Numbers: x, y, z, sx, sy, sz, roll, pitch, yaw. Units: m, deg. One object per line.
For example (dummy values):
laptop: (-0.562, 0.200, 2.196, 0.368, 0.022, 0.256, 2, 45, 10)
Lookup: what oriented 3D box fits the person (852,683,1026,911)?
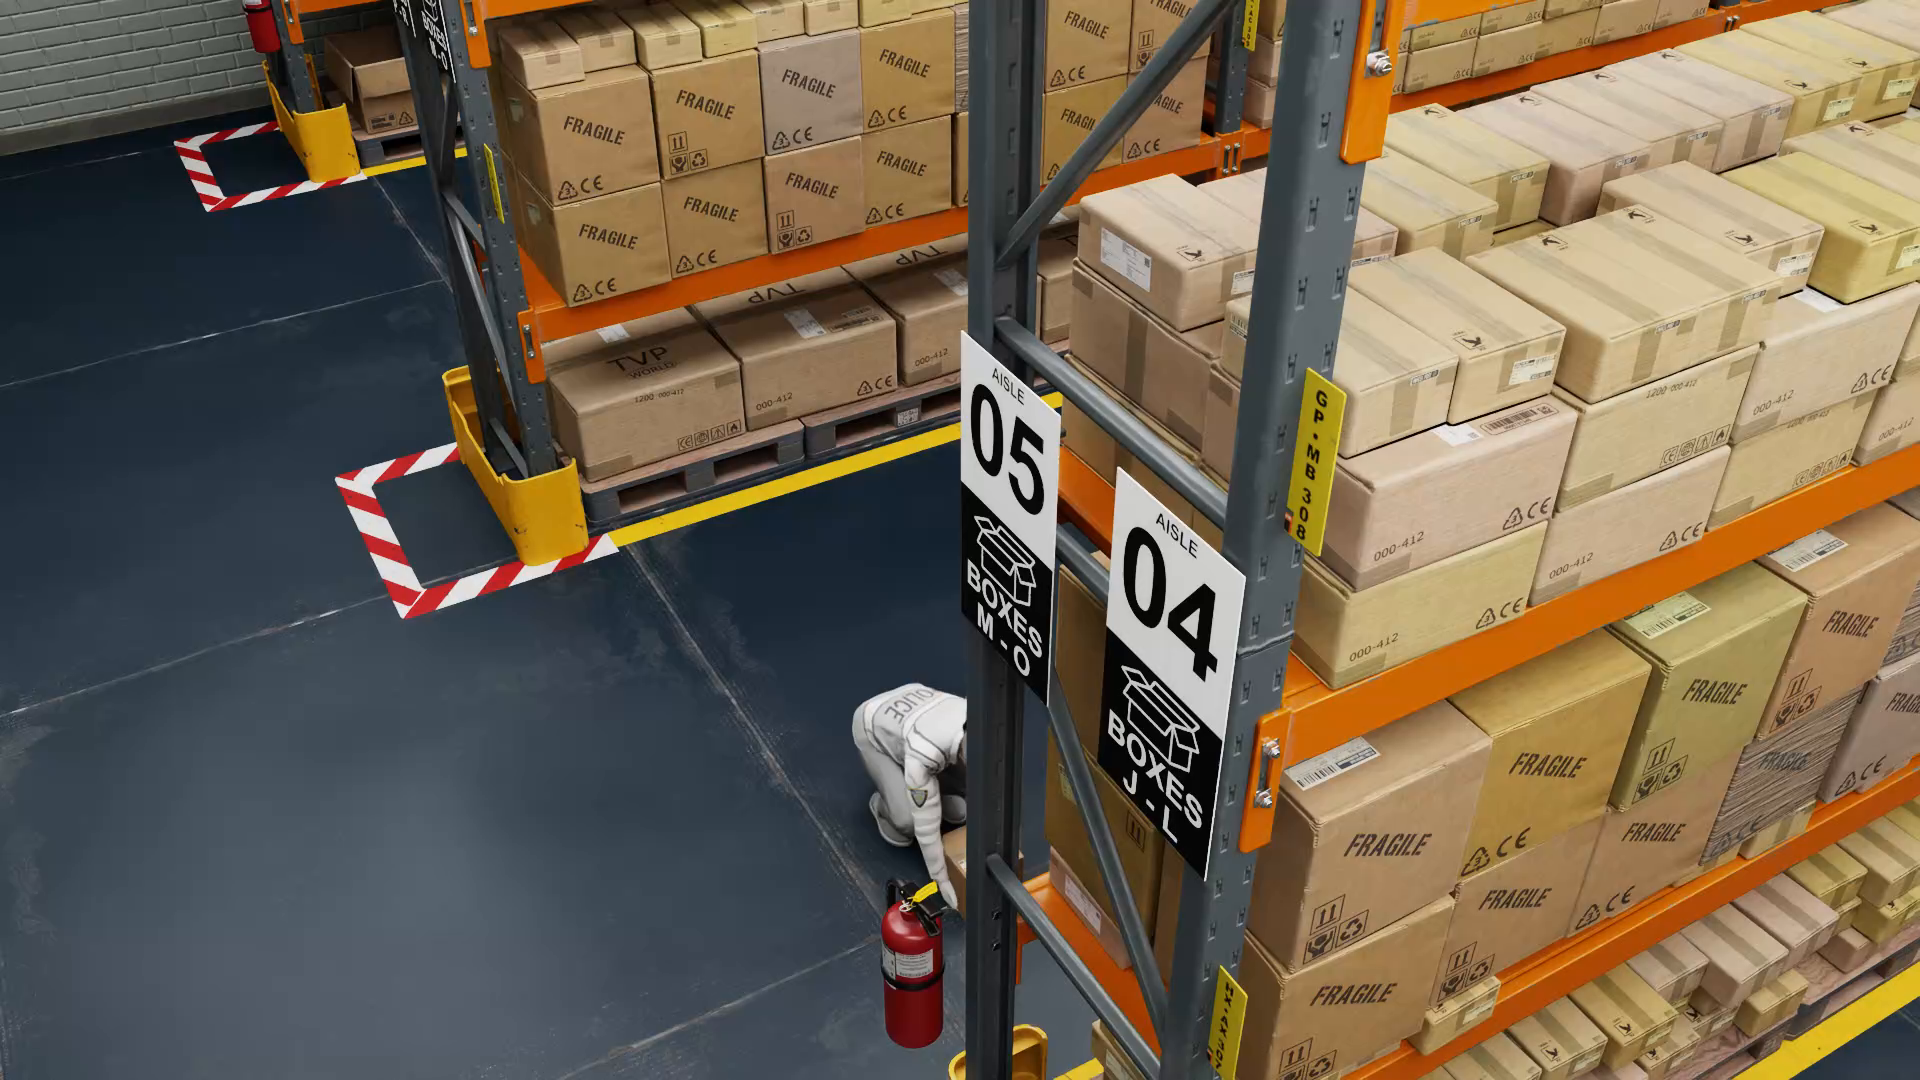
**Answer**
person: (-0.087, 0.884, 6.466, 0.477, 0.849, 0.863, -19, 41, -24)
